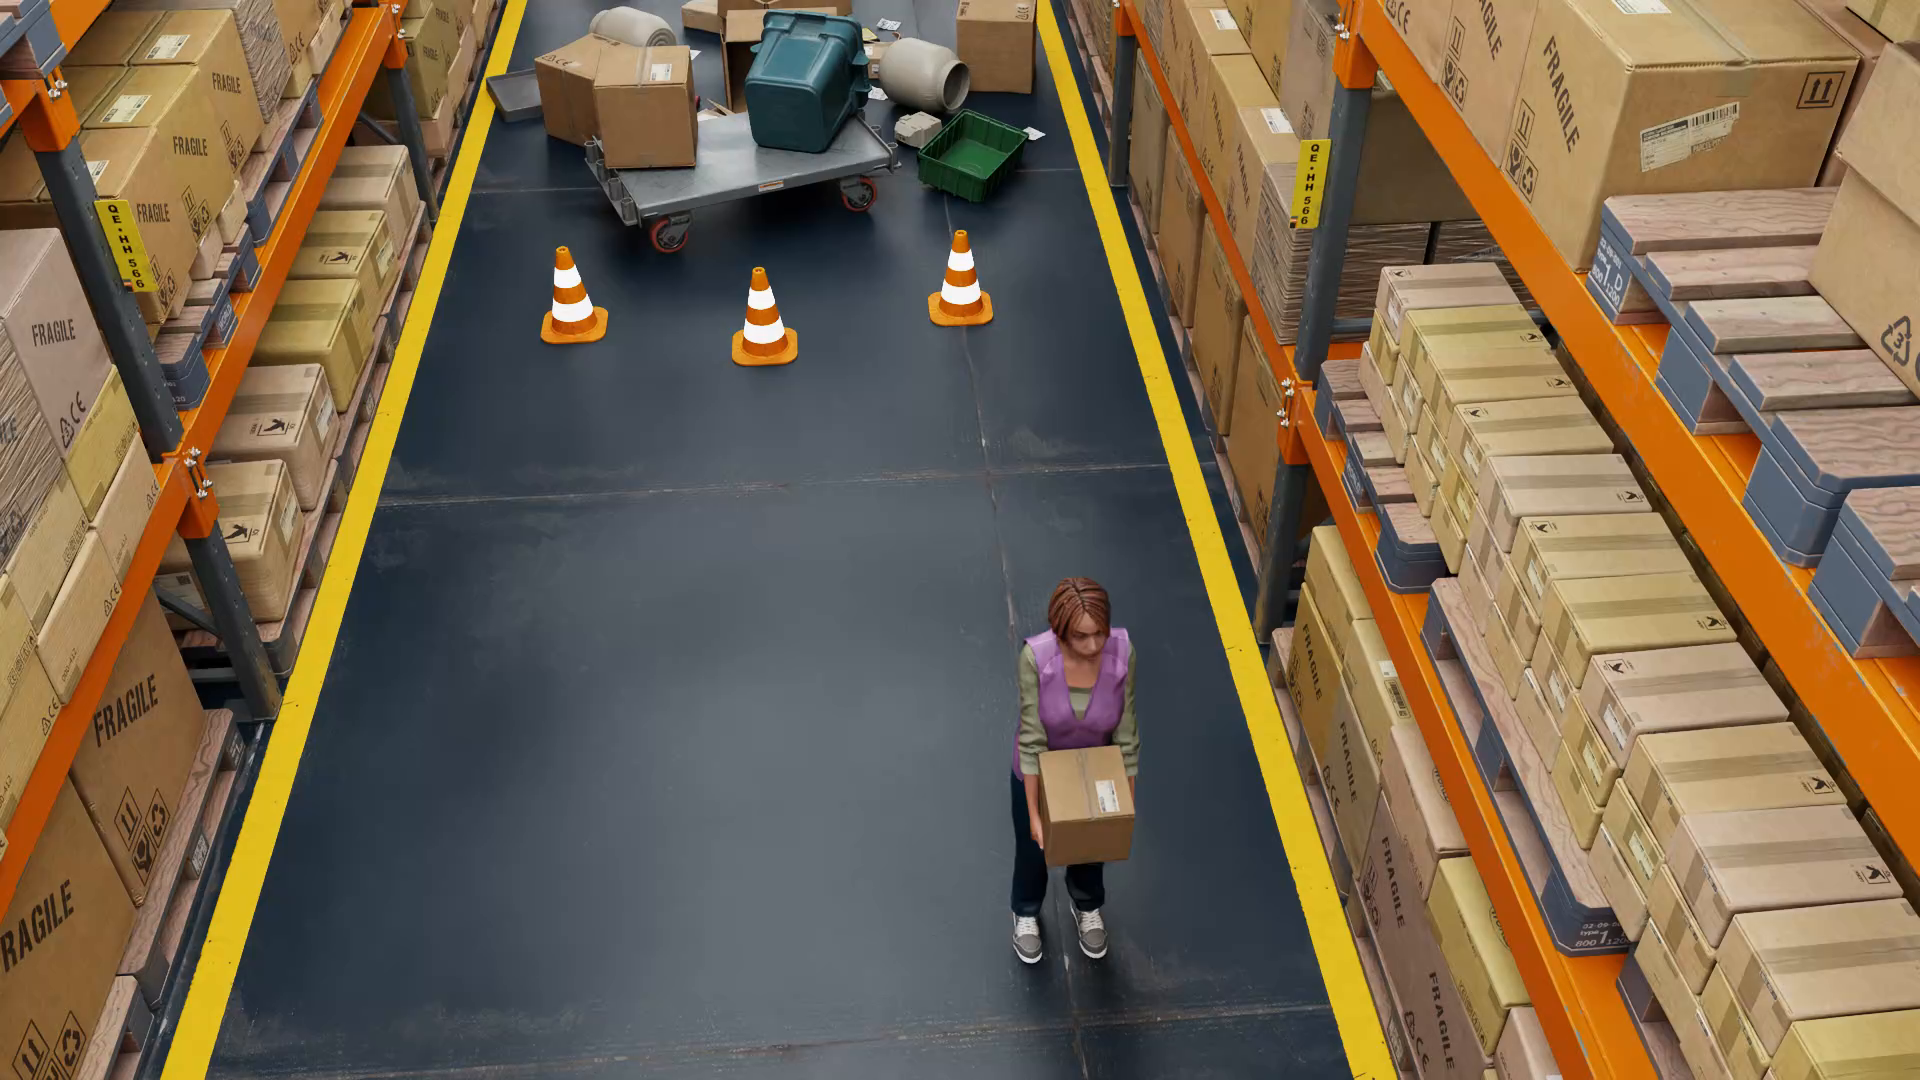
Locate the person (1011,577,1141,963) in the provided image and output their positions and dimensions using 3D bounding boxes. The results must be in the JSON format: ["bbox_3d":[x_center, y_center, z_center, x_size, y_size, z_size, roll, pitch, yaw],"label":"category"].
[{"bbox_3d":[0.355,0.783,5.223,0.375,1.598,0.503,-4,40,-5],"label":"person"}]
